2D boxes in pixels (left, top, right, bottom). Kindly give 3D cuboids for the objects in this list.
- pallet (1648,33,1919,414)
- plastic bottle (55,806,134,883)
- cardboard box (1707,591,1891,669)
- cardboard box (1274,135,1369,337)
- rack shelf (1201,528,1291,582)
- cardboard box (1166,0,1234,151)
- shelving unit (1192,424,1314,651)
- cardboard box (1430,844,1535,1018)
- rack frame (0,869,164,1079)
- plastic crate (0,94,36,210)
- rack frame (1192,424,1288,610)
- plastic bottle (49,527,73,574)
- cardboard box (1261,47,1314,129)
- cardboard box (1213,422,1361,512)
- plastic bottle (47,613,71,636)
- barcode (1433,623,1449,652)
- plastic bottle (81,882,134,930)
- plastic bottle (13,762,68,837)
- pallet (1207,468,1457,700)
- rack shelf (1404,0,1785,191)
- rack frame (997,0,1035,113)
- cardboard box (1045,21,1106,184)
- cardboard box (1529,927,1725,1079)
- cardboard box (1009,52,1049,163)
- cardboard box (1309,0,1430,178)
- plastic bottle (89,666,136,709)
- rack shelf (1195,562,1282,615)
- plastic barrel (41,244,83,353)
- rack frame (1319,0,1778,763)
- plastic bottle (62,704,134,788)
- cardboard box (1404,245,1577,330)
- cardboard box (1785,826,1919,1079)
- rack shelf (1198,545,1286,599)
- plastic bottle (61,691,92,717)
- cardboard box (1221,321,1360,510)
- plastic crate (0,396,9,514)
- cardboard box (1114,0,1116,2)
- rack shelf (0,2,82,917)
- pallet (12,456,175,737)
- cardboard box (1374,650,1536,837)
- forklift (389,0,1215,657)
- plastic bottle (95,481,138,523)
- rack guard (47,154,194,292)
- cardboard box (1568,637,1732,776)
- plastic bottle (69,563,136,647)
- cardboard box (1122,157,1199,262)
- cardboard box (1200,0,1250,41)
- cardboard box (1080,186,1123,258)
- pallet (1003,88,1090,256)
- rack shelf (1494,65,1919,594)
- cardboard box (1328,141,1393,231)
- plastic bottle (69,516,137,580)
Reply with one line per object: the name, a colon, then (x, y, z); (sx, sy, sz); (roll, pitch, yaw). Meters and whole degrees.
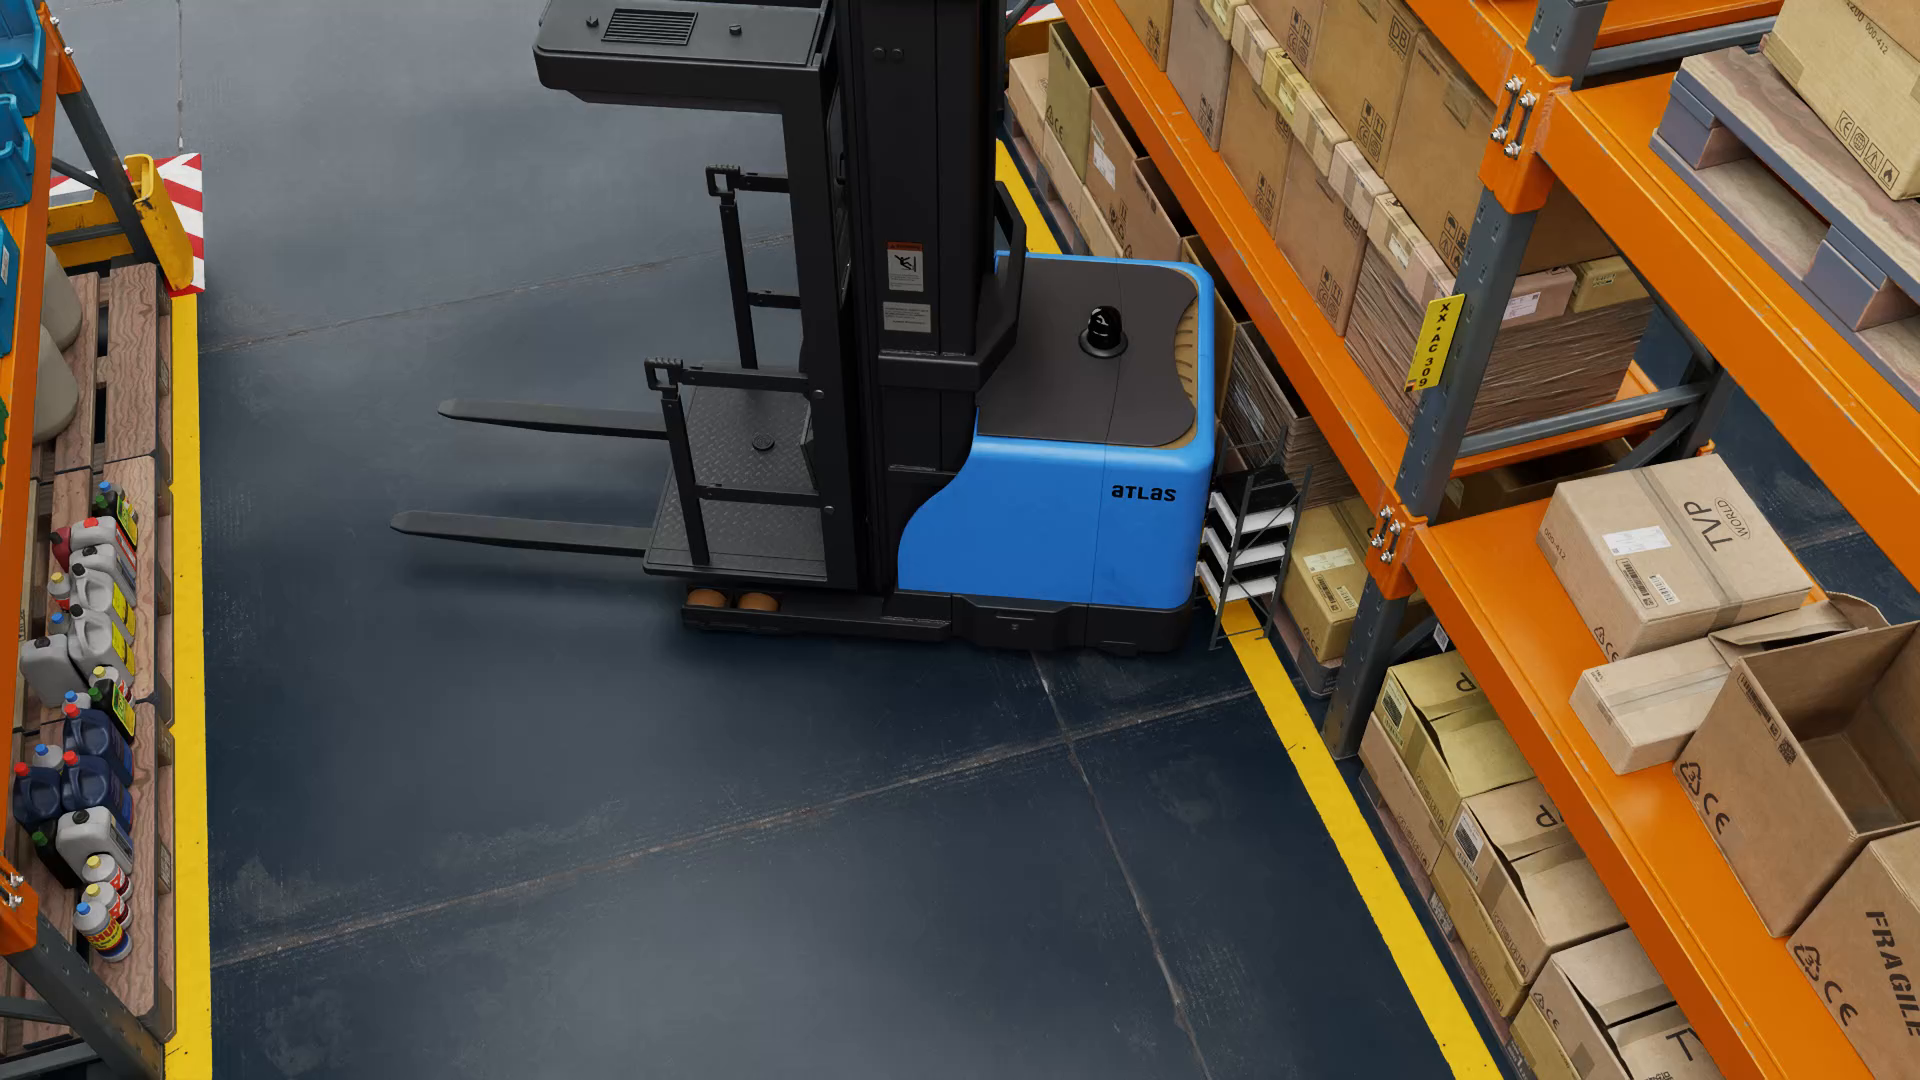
pallet: (2.055, -0.603, 3.249); (0.805, 0.209, 1.217); (-15, 52, -12)
plastic bottle: (-2.748, 0.953, 5.268); (0.152, 0.276, 0.135); (-12, 51, -10)
cardboard box: (2.218, 0.305, 4.409); (0.396, 0.266, 0.258); (-14, 51, -12)
cardboard box: (1.483, -1.078, 5.421); (0.700, 0.500, 0.500); (-14, 51, -11)
rack shelf: (1.022, 0.028, 5.954); (0.258, 0.077, 0.200); (-11, 48, -13)
cardboard box: (1.185, -1.819, 6.046); (0.700, 0.500, 0.500); (-12, 51, -10)
shelving unit: (1.023, 0.006, 5.930); (0.258, 0.900, 0.210); (-11, 48, -13)
cardboard box: (1.815, 1.136, 5.144); (0.500, 0.250, 0.500); (-12, 51, -10)
rack frame: (-2.951, 0.778, 3.922); (1.000, 3.000, 0.127); (-13, 51, -11)
plastic crate: (-3.513, -1.322, 5.789); (0.499, 0.251, 0.408); (-13, 51, -11)
rack frame: (0.993, -0.066, 5.996); (0.240, 0.900, 0.006); (-11, 48, -13)
plastic bottle: (-3.225, 0.048, 6.027); (0.061, 0.283, 0.133); (-13, 51, -11)
cardboard box: (1.198, -1.474, 5.331); (0.380, 0.149, 0.250); (-14, 51, -11)
cardboard box: (1.298, -0.245, 6.308); (0.500, 0.250, 0.500); (-13, 51, -11)
plastic bottle: (-3.132, 0.330, 5.842); (0.097, 0.201, 0.097); (0, 50, 0)
barcode: (1.460, 0.296, 5.047); (0.001, 0.075, 0.075); (-13, 51, -11)
plastic bottle: (-2.656, 1.132, 5.166); (0.097, 0.201, 0.097); (0, 50, 0)
plastic bottle: (-2.931, 0.840, 5.315); (0.144, 0.351, 0.185); (-13, 51, -11)
pallet: (1.587, -0.030, 6.427); (1.003, 0.211, 1.213); (-13, 51, -11)
rack shelf: (1.191, -2.535, 5.223); (1.077, 0.370, 4.000); (-13, 51, -11)
rack frame: (0.599, -3.260, 7.326); (1.000, 3.000, 0.127); (-13, 51, -11)
cardboard box: (0.695, -1.944, 7.250); (0.500, 0.500, 0.500); (-13, 51, -11)
cardboard box: (1.964, 1.334, 4.610); (0.500, 0.311, 0.500); (-15, 51, -12)
cardboard box: (0.545, -2.067, 7.844); (0.500, 0.250, 0.500); (-13, 51, -11)
cardboard box: (1.494, -1.481, 4.912); (0.700, 0.500, 0.500); (-13, 51, -11)
plastic bottle: (-2.910, 0.505, 5.694); (0.097, 0.201, 0.097); (0, 50, 0)
rack shelf: (1.015, 0.152, 6.085); (0.258, 0.077, 0.200); (-11, 48, -13)
plastic barrel: (-3.866, -1.013, 6.784); (0.421, 0.512, 0.421); (0, 50, 0)
rack frame: (1.782, -0.339, 4.863); (1.000, 3.000, 0.127); (-13, 51, -11)
plastic bottle: (-2.849, 0.669, 5.459); (0.144, 0.351, 0.185); (-15, 52, -13)
cardboard box: (1.497, -0.730, 4.704); (0.380, 0.149, 0.250); (-13, 51, -11)
cardboard box: (2.298, 0.944, 3.717); (0.500, 0.500, 0.500); (-13, 51, -11)
rack shelf: (1.018, 0.090, 6.020); (0.258, 0.077, 0.200); (-11, 48, -13)
plastic bottle: (-2.928, 0.596, 5.572); (0.097, 0.271, 0.097); (0, 50, 0)
cardboard box: (1.299, -0.487, 6.021); (0.500, 0.500, 0.500); (-13, 51, -11)
plastic crate: (-3.083, -0.209, 4.892); (0.450, 0.188, 0.662); (-13, 51, -11)
cardboard box: (0.885, -2.566, 6.676); (0.700, 0.500, 0.500); (-12, 51, -10)
rack shelf: (-3.542, -0.451, 5.428); (1.077, 0.370, 4.000); (-13, 51, -11)
pallet: (-3.474, 0.285, 6.162); (1.003, 0.211, 1.213); (-13, 51, -11)
cardboard box: (1.666, 0.589, 5.238); (0.500, 0.311, 0.500); (-13, 51, -11)
forklift: (-0.622, -0.992, 5.459); (3.031, 2.935, 1.130); (4, 50, 4)
plastic bottle: (-3.172, -0.141, 6.239); (0.097, 0.201, 0.097); (0, 50, 0)
rack guard: (-4.066, -1.293, 7.302); (1.175, 0.500, 0.348); (-13, 51, -11)
cardboard box: (1.849, 0.435, 4.375); (0.380, 0.149, 0.250); (-13, 51, -11)
plastic bottle: (-3.030, 0.223, 5.835); (0.144, 0.351, 0.185); (-11, 51, -9)
cardboard box: (0.986, -1.213, 6.634); (0.500, 0.500, 0.500); (-13, 51, -11)
cardboard box: (1.042, -1.851, 5.649); (0.380, 0.149, 0.250); (-12, 51, -10)
cardboard box: (0.844, -1.338, 7.229); (0.500, 0.250, 0.500); (-13, 51, -11)
pallet: (0.865, -1.813, 7.930); (1.003, 0.211, 1.213); (-13, 51, -11)
rack shelf: (2.374, 0.387, 2.760); (1.077, 0.370, 4.000); (-13, 51, -11)
cardboard box: (1.346, -1.102, 5.017); (0.380, 0.149, 0.250); (-15, 51, -12)
plastic bottle: (-3.123, 0.025, 6.050); (0.152, 0.276, 0.135); (-13, 51, -11)
